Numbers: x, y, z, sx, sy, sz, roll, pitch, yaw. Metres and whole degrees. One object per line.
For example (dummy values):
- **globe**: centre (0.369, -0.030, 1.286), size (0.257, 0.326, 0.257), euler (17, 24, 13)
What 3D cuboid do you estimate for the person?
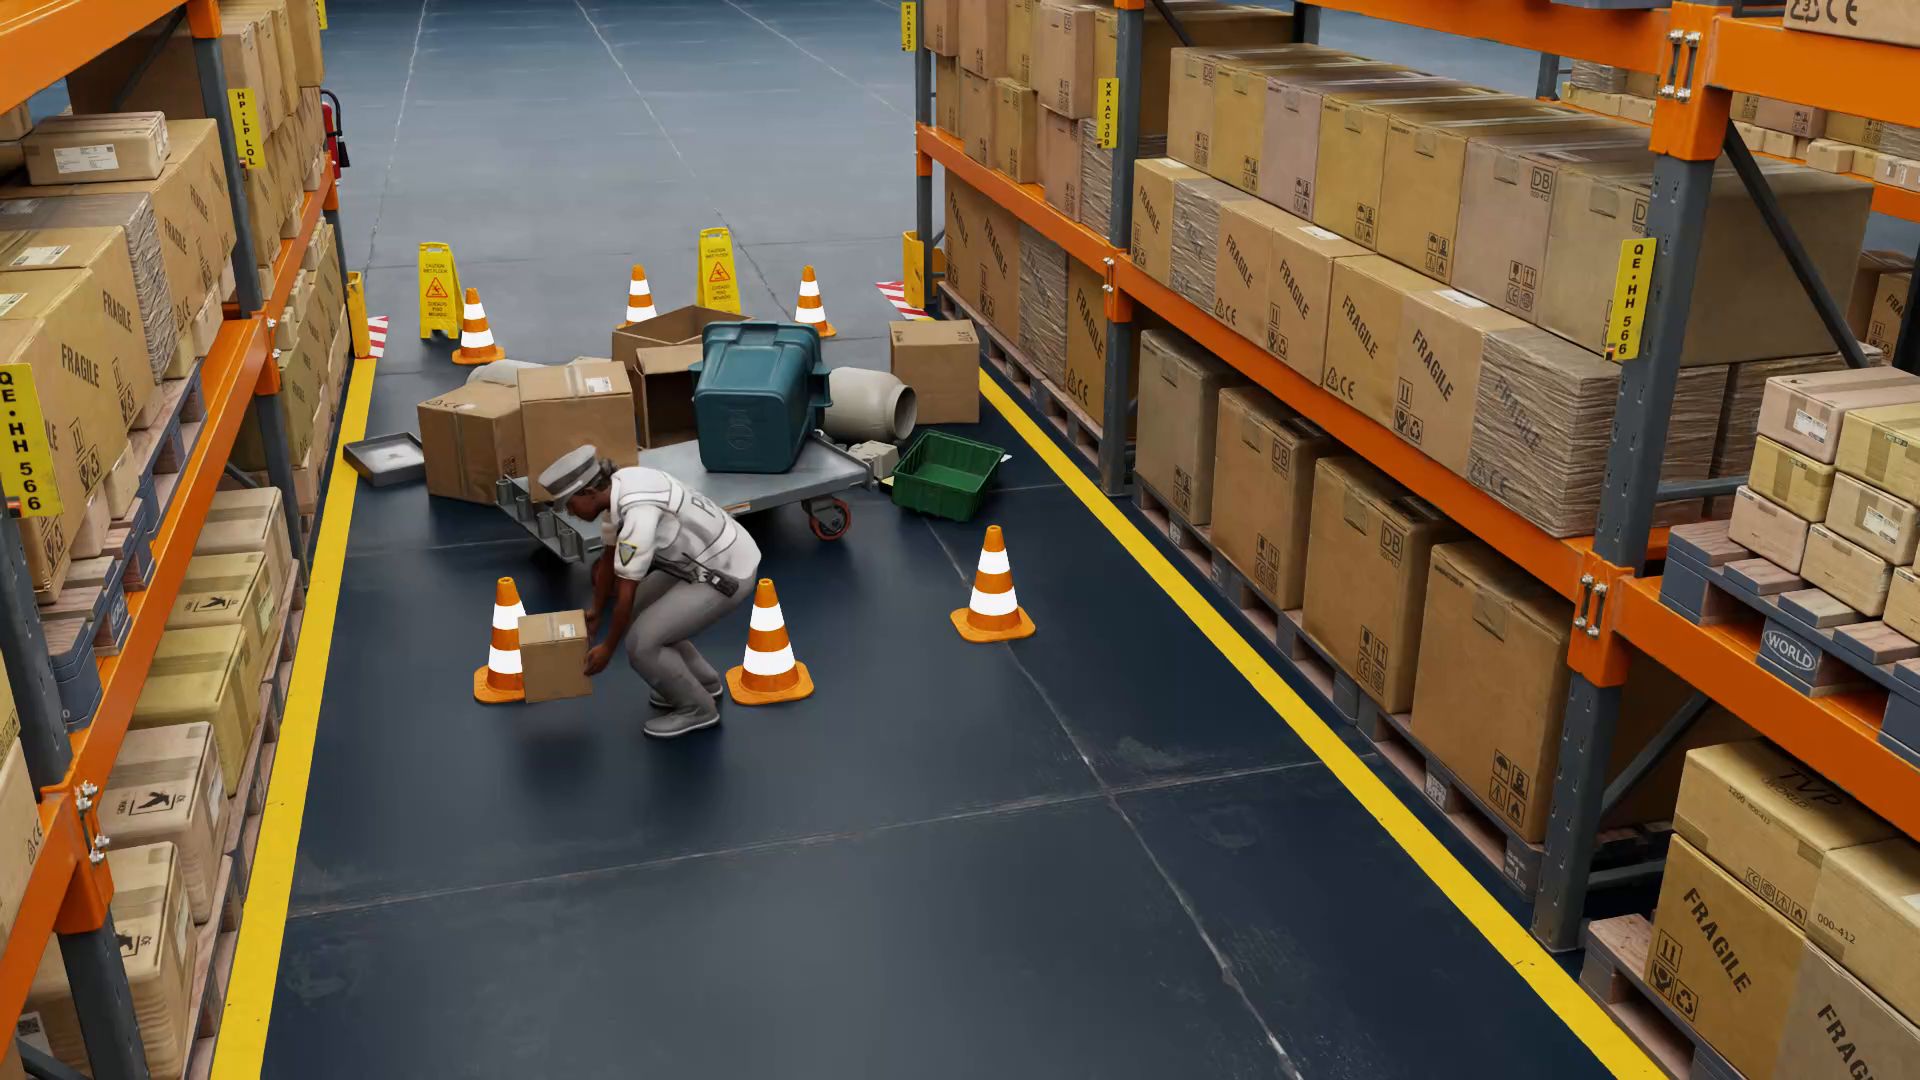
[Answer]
- **person**: centre (-1.153, 0.176, 6.320), size (0.804, 1.170, 0.499), euler (-6, 24, -14)
